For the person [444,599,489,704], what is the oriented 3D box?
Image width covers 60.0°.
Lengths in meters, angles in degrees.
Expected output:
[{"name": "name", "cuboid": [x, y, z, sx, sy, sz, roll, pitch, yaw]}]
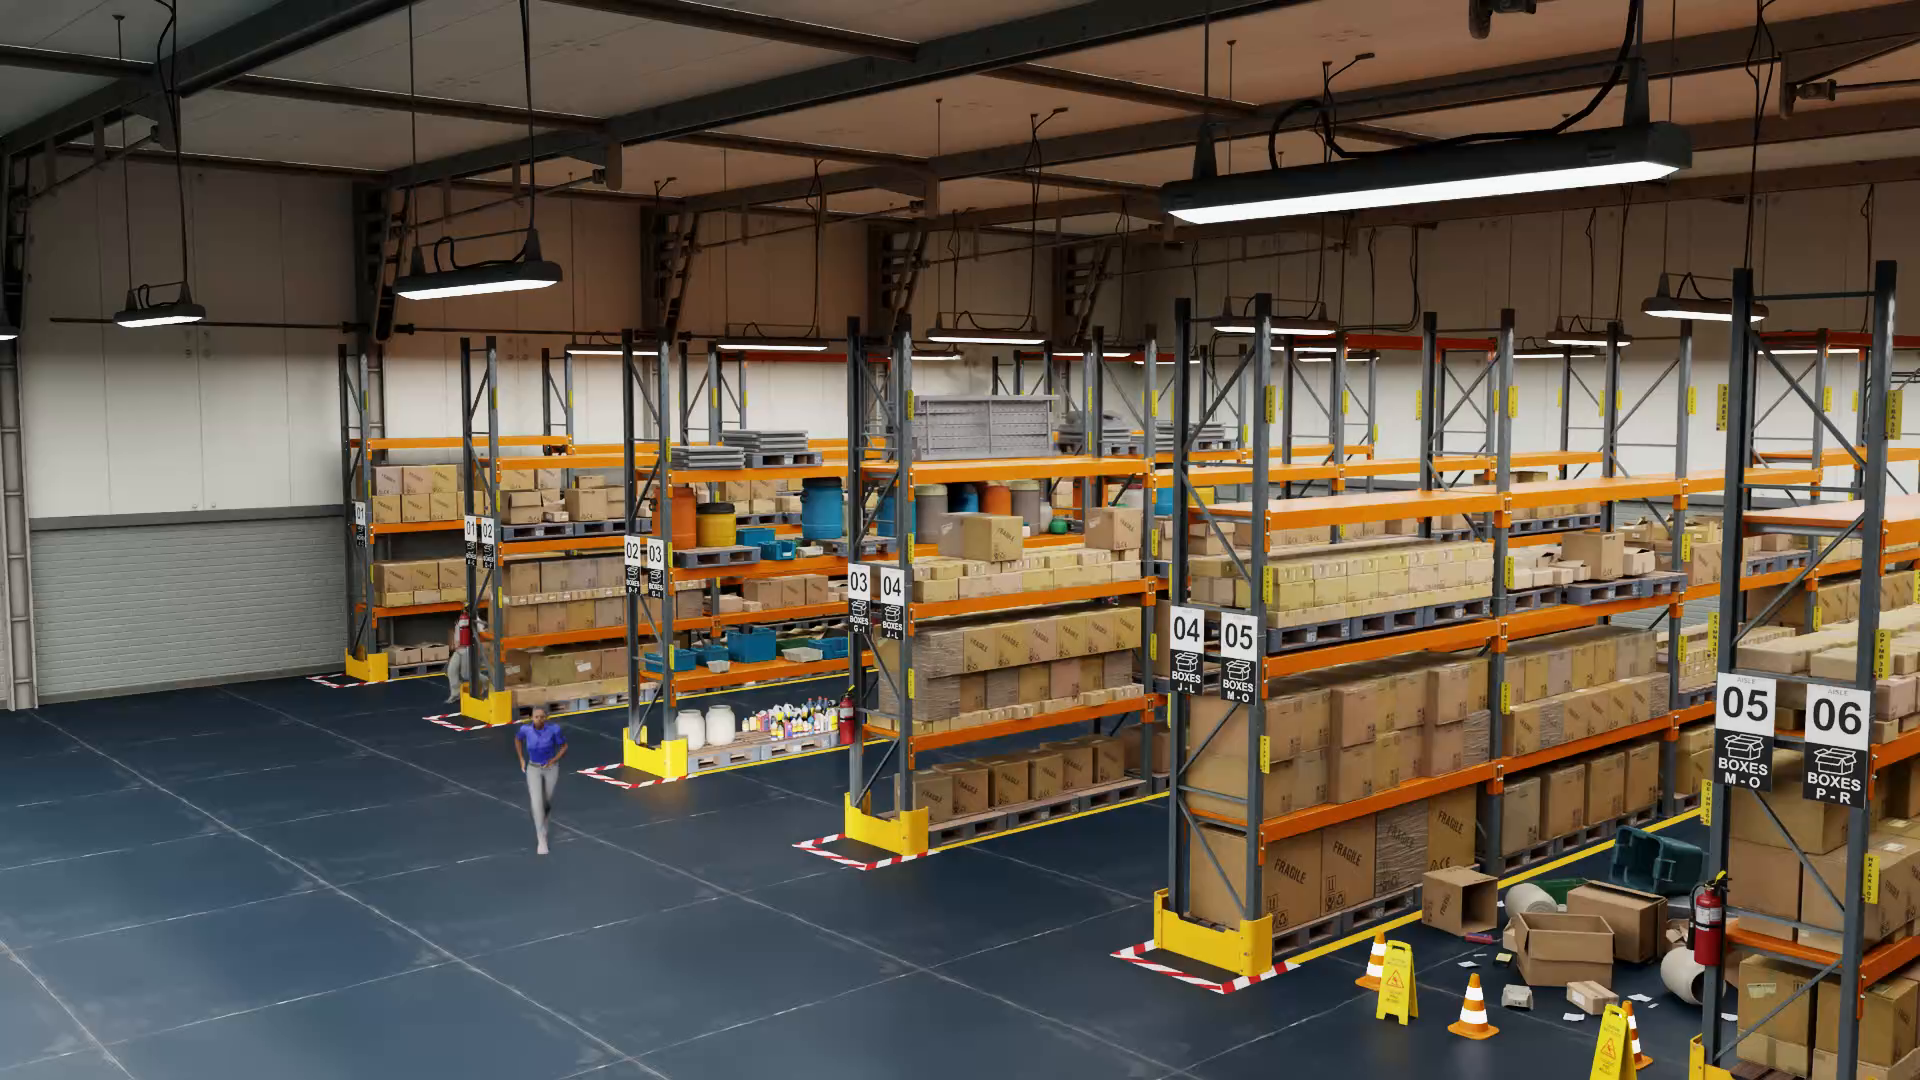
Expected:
[{"name": "person", "cuboid": [-8.160, 1.844, 27.657, 0.704, 1.776, 0.796, 5, 7, 44]}]

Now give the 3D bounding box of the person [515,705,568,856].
[{"name": "person", "cuboid": [-4.770, 2.665, 18.987, 0.581, 1.655, 1.063, -1, 5, -16]}]

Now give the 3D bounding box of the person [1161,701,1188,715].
[{"name": "person", "cuboid": [3.198, 2.142, 24.657, 0.559, 1.639, 0.586, 5, 7, 43]}]
